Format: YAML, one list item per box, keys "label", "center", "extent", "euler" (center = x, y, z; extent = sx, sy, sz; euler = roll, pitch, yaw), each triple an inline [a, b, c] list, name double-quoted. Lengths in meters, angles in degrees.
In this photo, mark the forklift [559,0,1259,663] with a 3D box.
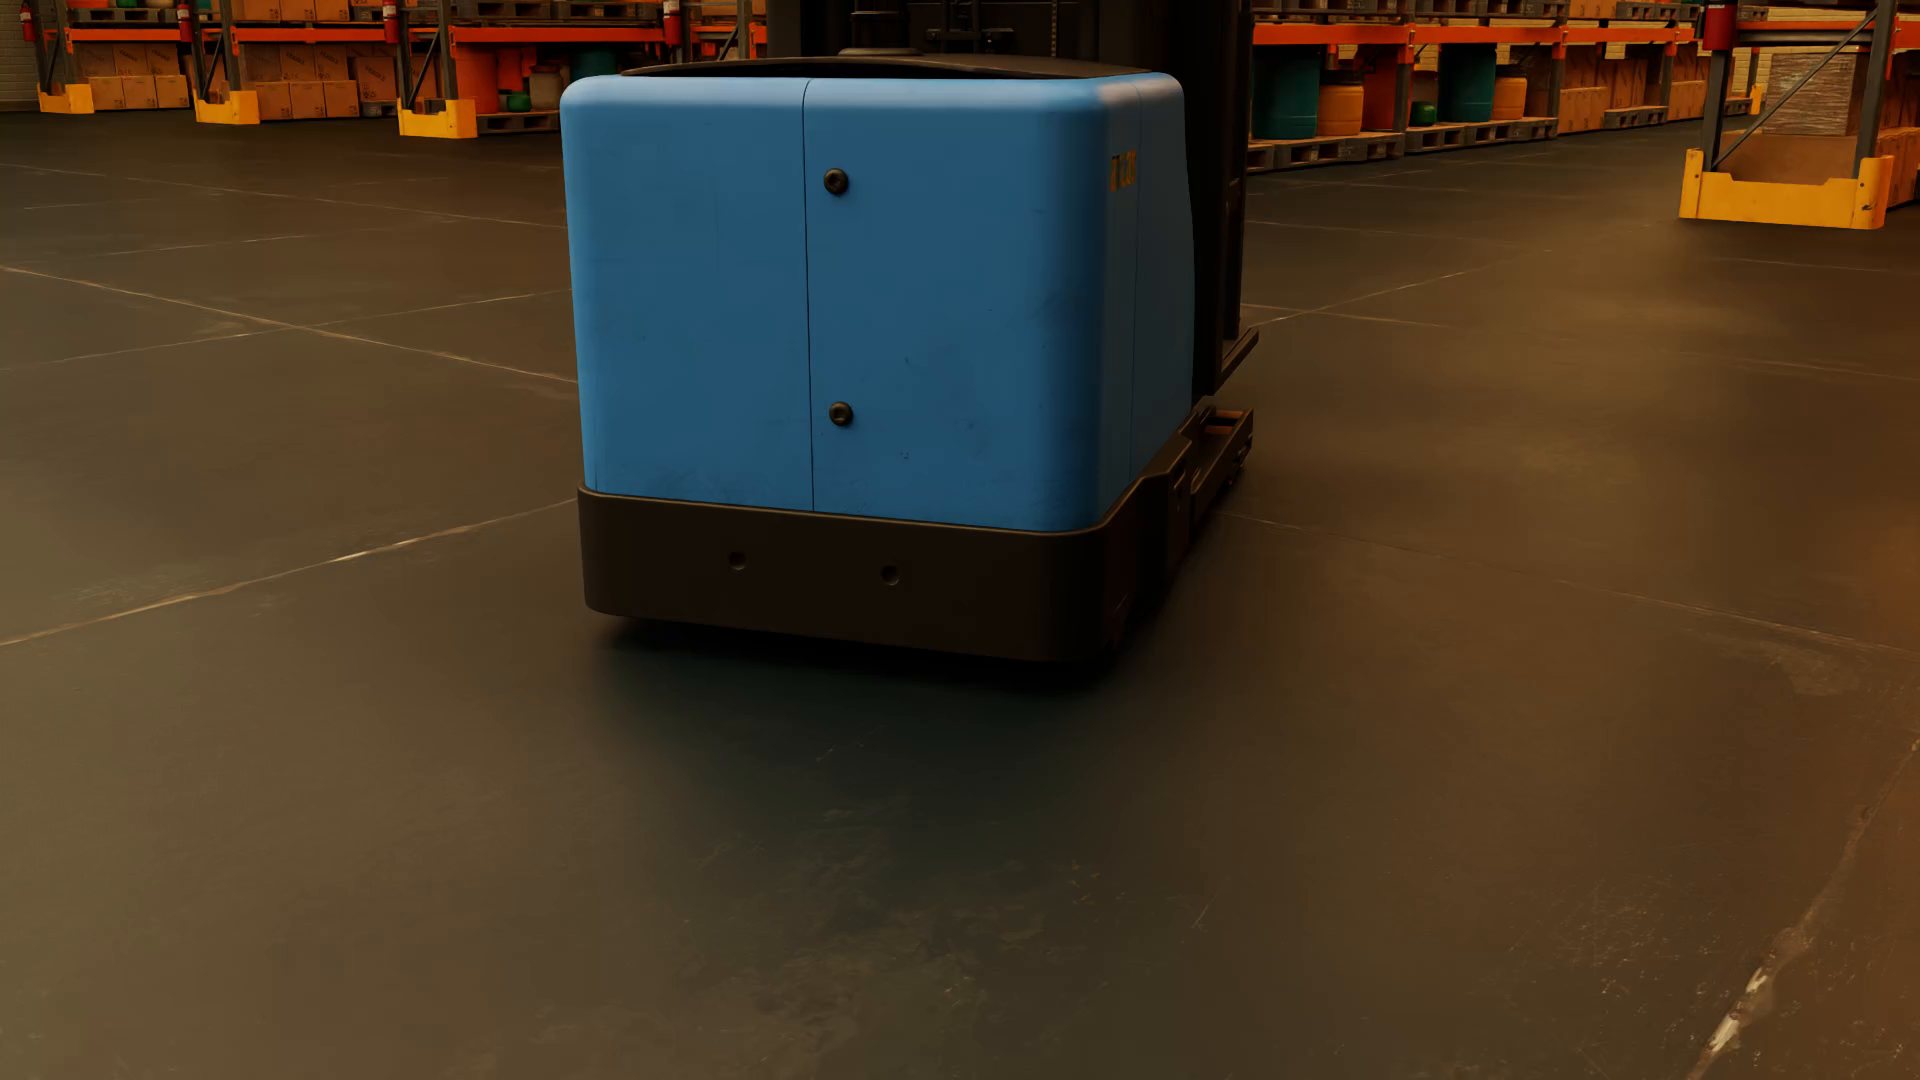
- label: "forklift"
  center: [0.182, -1.571, 4.072]
  extent: [1.130, 2.935, 3.031]
  euler: [5, 18, 17]
